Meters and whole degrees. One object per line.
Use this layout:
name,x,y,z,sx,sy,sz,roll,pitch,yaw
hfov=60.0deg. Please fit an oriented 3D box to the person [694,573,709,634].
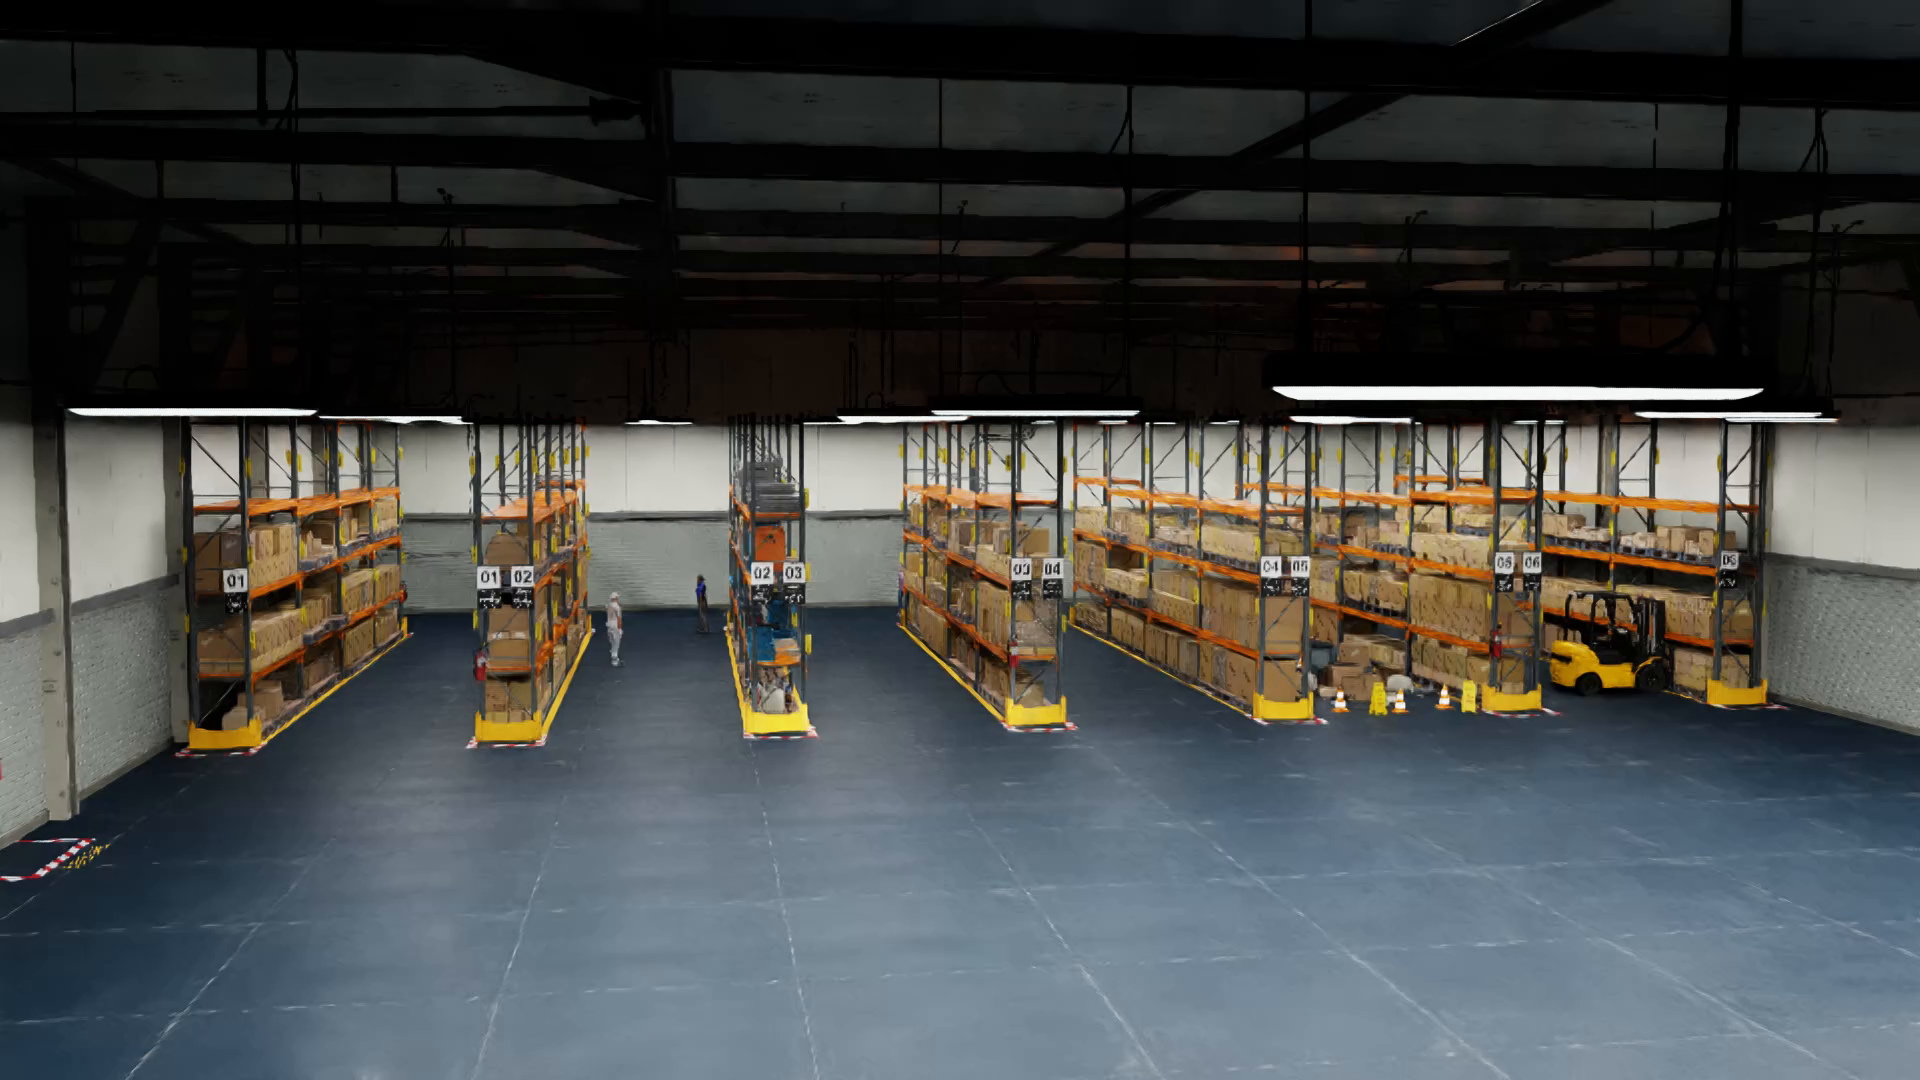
person,-7.179,1.751,46.154,0.480,1.653,0.642,0,4,2

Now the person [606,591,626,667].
person,-8.169,2.117,39.714,0.496,1.789,0.619,-4,5,-43

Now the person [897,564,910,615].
person,-1.660,1.494,50.828,0.461,1.531,0.868,1,4,13
